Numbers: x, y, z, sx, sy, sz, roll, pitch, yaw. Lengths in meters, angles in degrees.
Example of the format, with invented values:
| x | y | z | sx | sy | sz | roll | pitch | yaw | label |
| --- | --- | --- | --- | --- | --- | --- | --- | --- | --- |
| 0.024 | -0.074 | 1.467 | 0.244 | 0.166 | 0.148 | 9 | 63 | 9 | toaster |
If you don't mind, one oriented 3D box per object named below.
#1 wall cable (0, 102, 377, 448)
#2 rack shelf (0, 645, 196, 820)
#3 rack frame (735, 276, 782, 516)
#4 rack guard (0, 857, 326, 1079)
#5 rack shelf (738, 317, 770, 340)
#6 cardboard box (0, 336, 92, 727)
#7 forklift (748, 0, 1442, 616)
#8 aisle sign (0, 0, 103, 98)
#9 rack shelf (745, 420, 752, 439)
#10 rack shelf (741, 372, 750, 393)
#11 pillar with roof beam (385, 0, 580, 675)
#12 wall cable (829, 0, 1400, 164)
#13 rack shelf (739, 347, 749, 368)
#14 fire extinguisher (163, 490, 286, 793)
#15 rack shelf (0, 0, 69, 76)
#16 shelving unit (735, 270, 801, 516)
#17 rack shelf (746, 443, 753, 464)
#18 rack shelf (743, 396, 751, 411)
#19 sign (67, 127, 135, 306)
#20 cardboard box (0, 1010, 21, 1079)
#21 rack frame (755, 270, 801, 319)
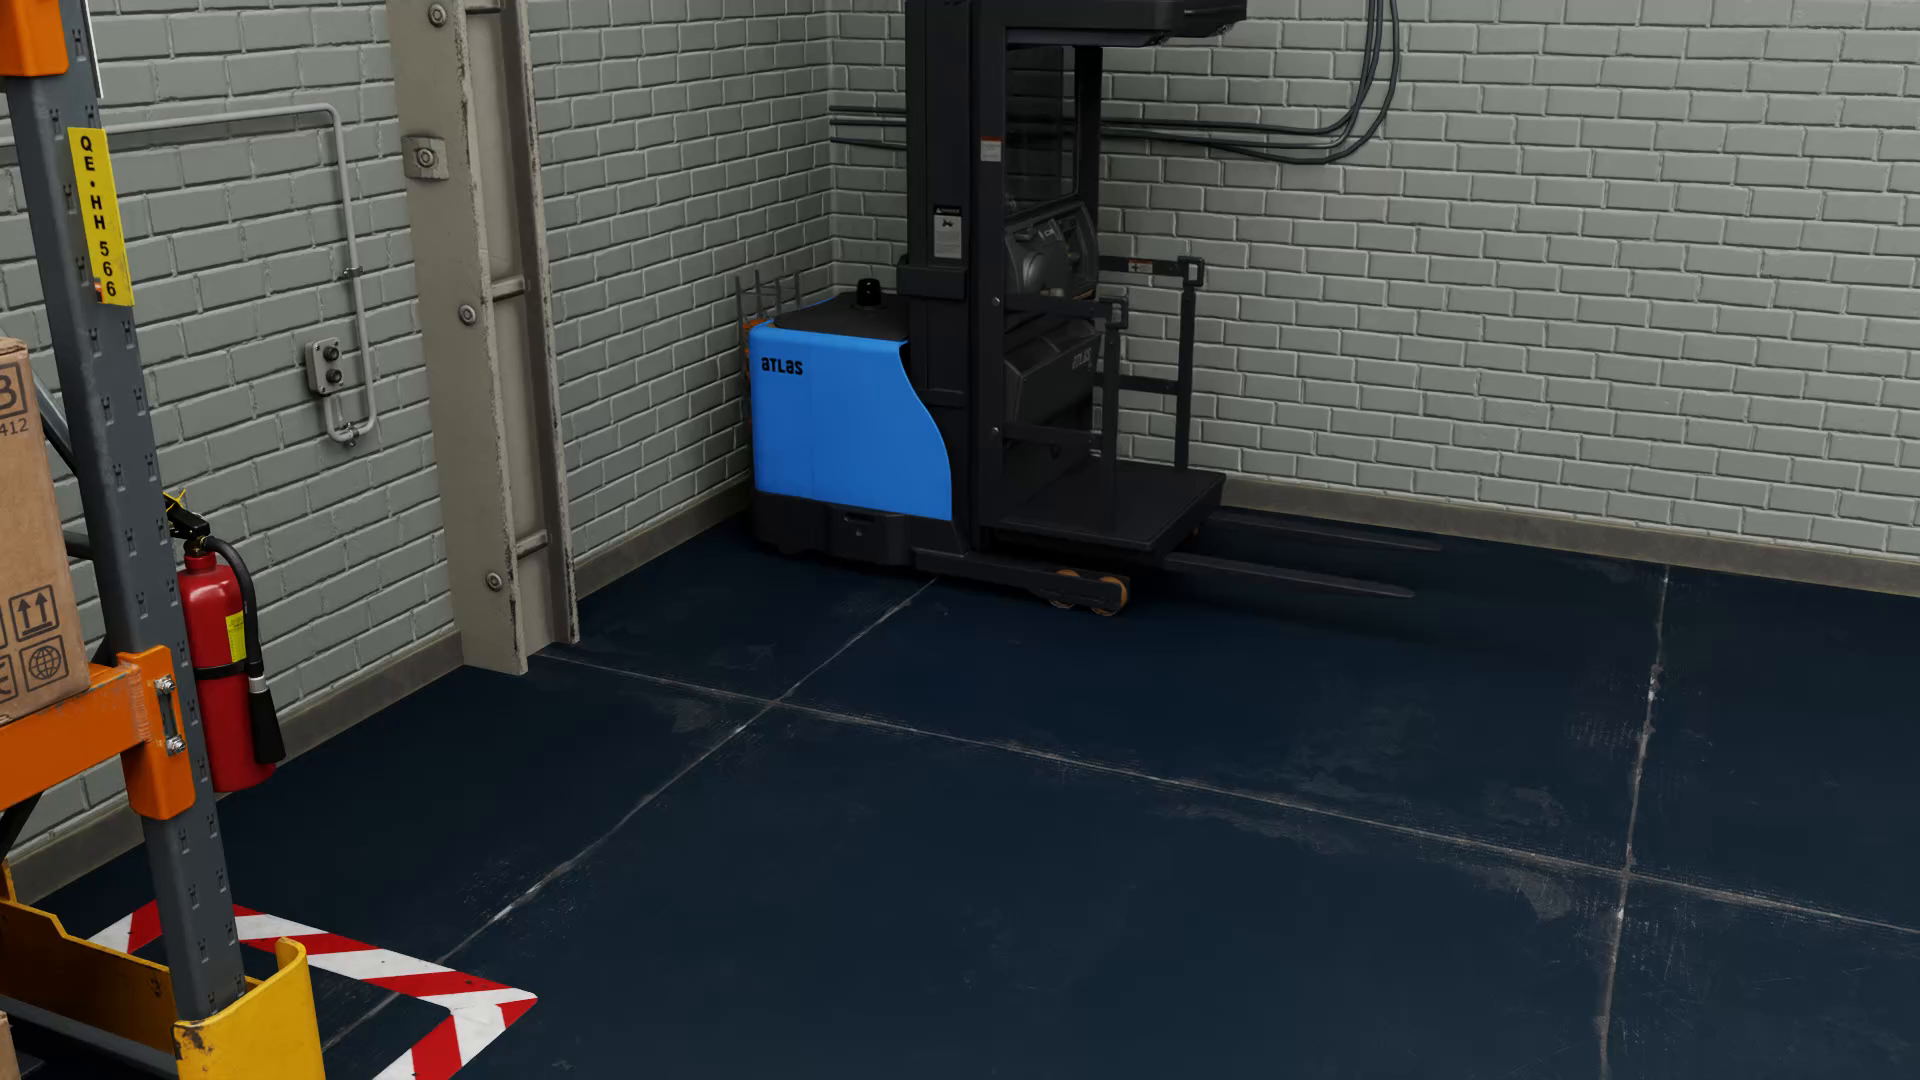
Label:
| x | y | z | sx | sy | sz | roll | pitch | yaw | label |
| --- | --- | --- | --- | --- | --- | --- | --- | --- | --- |
| -2.431 | -1.022 | 4.850 | 0.084 | 1.984 | 1.851 | 9 | 21 | 23 | wall cable |
| -2.911 | 0.928 | 1.956 | 1.077 | 0.370 | 4.000 | 9 | 21 | 23 | rack shelf |
| -0.945 | -0.677 | 8.071 | 0.240 | 1.200 | 0.006 | 7 | 21 | 23 | rack frame |
| -2.082 | 1.148 | 3.994 | 1.175 | 0.500 | 0.348 | 9 | 21 | 23 | rack guard |
| -0.916 | -1.004 | 8.048 | 0.258 | 0.103 | 0.180 | 7 | 21 | 23 | rack shelf |
| -2.292 | -0.006 | 3.062 | 0.980 | 0.700 | 0.700 | 10 | 22 | 25 | cardboard box |
| 0.587 | -1.260 | 7.139 | 3.031 | 2.935 | 1.130 | 9 | 21 | 24 | forklift |
| -1.789 | -1.228 | 3.065 | 0.394 | 0.787 | 0.004 | 9 | 21 | 23 | aisle sign |
| -0.903 | -0.550 | 8.203 | 0.258 | 0.103 | 0.180 | 7 | 21 | 23 | rack shelf |
| -0.910 | -0.777 | 8.125 | 0.258 | 0.103 | 0.180 | 7 | 21 | 23 | rack shelf |
| 2.152 | -3.202 | 3.543 | 9.100 | 9.000 | 0.400 | 9 | 21 | 23 | pillar with roof beam |
| 0.550 | -3.066 | 7.793 | 3.097 | 2.526 | 0.112 | 9 | 21 | 23 | wall cable |
| -0.913 | -0.890 | 8.086 | 0.258 | 0.103 | 0.180 | 7 | 21 | 23 | rack shelf |
| -1.609 | 0.207 | 3.581 | 0.296 | 0.674 | 0.183 | 9 | 21 | 23 | fire extinguisher |
| -2.911 | -0.485 | 1.453 | 1.077 | 0.370 | 4.000 | 9 | 21 | 23 | rack shelf |
| -0.908 | -0.705 | 8.150 | 0.258 | 1.200 | 0.189 | 7 | 21 | 23 | shelving unit |
| -0.900 | -0.436 | 8.242 | 0.258 | 0.103 | 0.180 | 7 | 21 | 23 | rack shelf |
| -0.907 | -0.663 | 8.164 | 0.258 | 0.103 | 0.180 | 7 | 21 | 23 | rack shelf |
| -1.603 | -0.600 | 3.099 | 0.100 | 0.325 | 0.005 | 9 | 21 | 23 | sign |
| -2.287 | 1.186 | 3.262 | 0.700 | 0.500 | 0.500 | 9 | 21 | 23 | cardboard box |
| -0.871 | -0.733 | 8.228 | 0.240 | 1.200 | 0.006 | 7 | 21 | 23 | rack frame |
